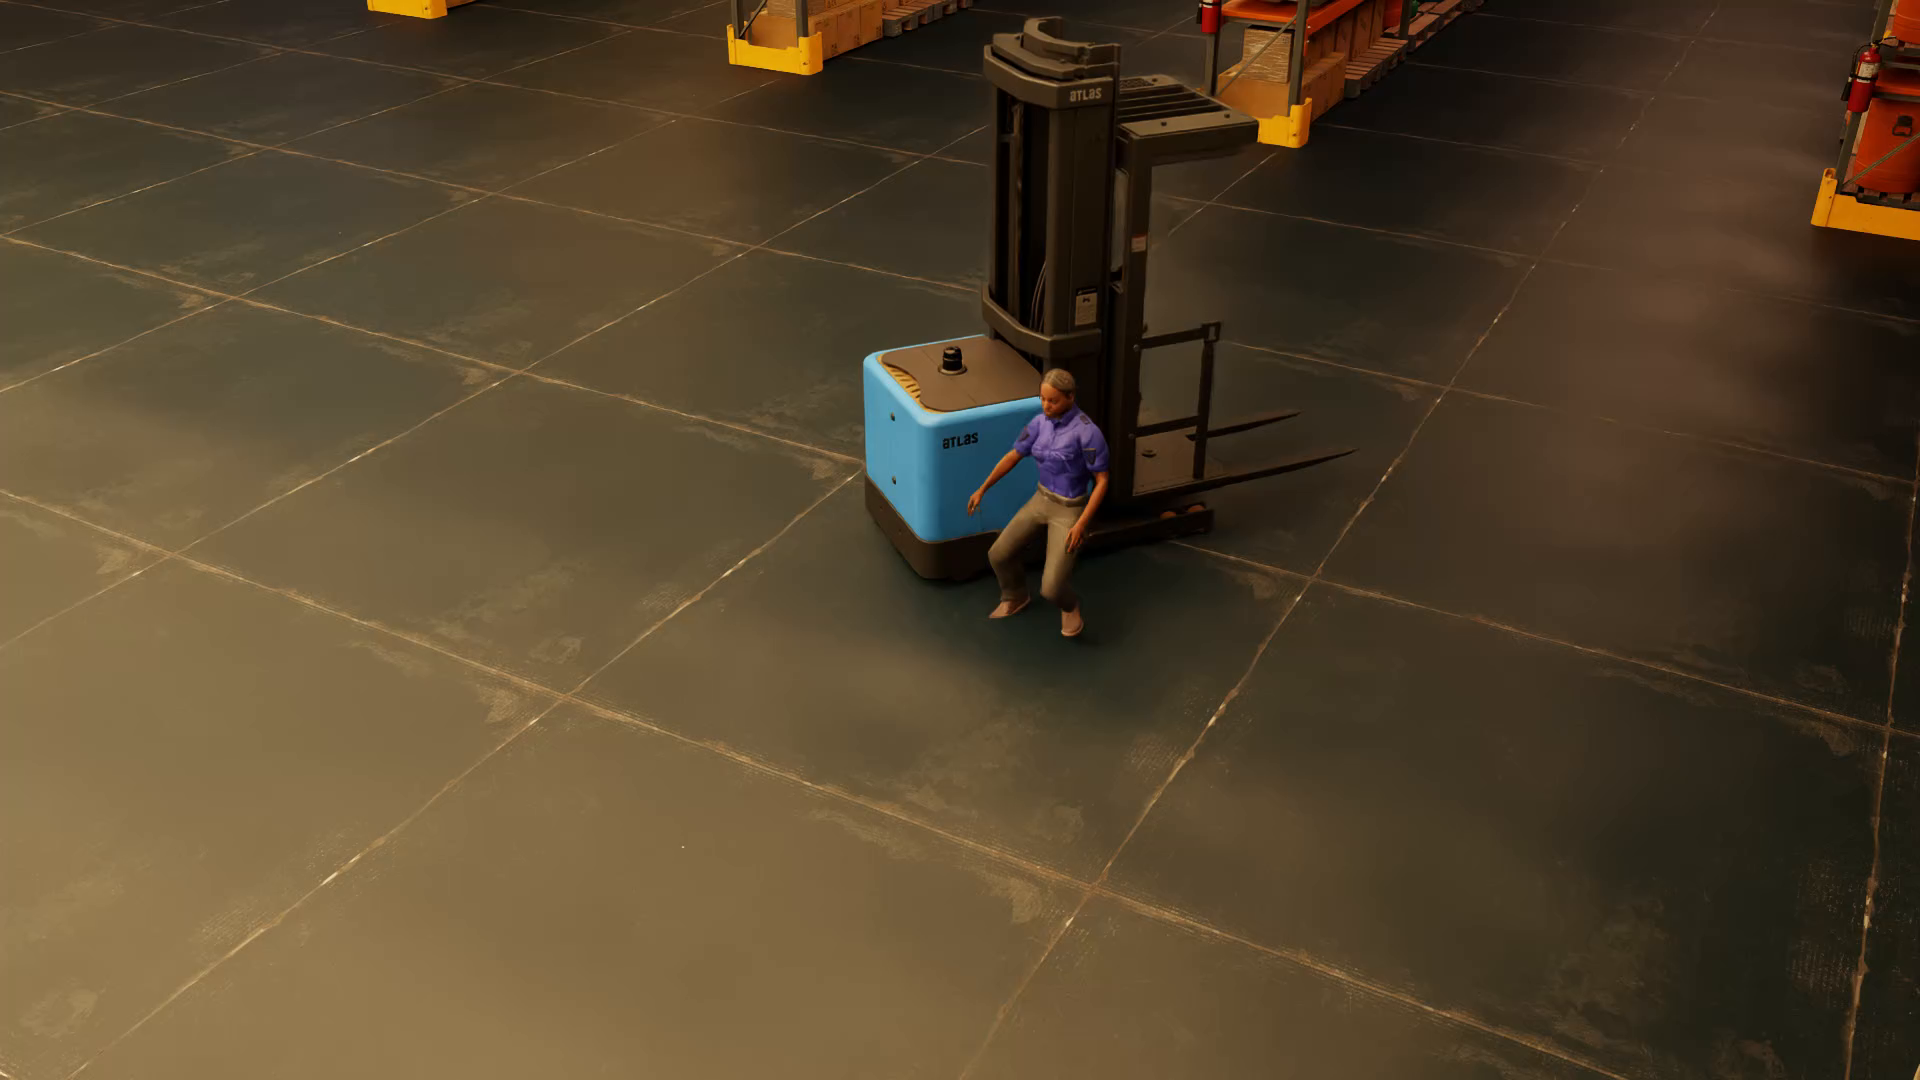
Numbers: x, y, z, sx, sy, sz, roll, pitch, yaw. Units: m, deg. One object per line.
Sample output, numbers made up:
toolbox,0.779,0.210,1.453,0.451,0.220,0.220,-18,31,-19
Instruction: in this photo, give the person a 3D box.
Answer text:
person,0.440,-0.151,8.774,0.481,1.589,0.736,-22,37,-33

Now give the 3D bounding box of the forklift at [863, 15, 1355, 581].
forklift,0.984,-1.504,9.677,3.031,2.935,1.130,-12,32,-20
